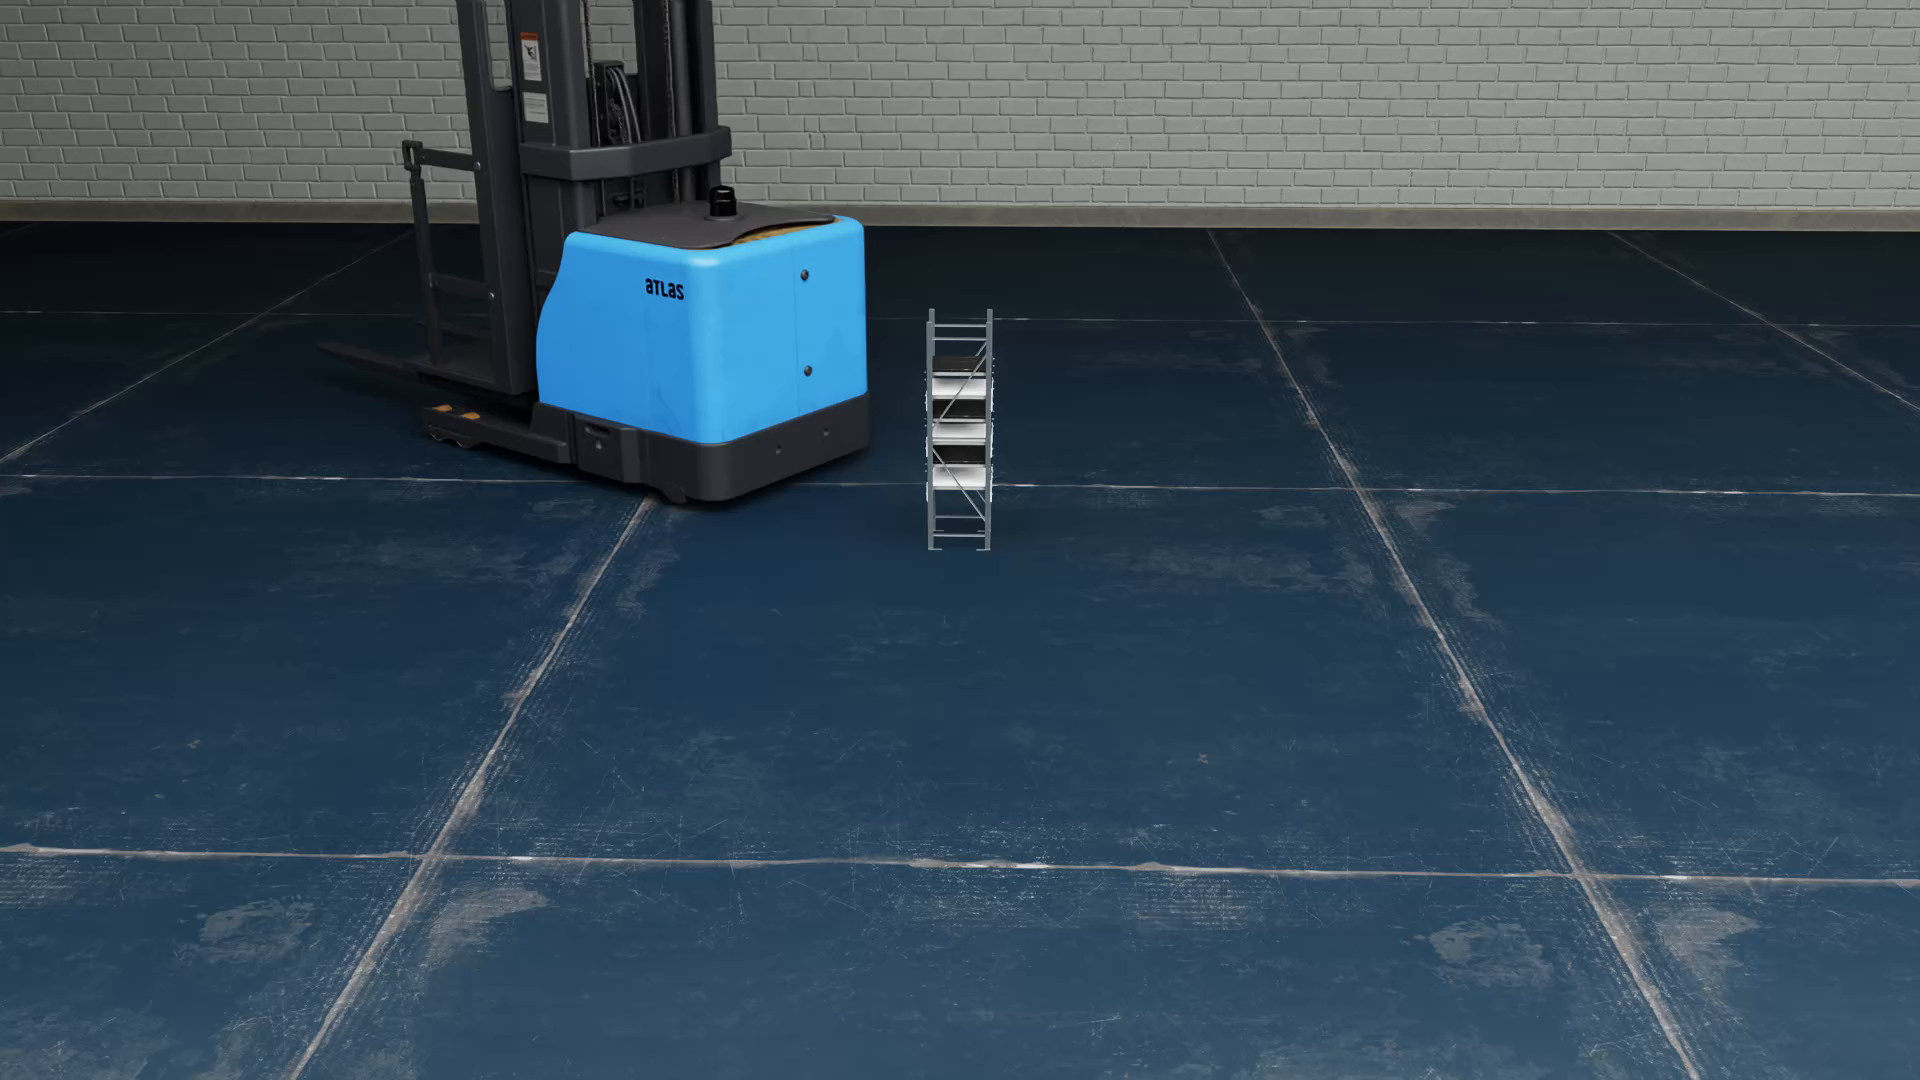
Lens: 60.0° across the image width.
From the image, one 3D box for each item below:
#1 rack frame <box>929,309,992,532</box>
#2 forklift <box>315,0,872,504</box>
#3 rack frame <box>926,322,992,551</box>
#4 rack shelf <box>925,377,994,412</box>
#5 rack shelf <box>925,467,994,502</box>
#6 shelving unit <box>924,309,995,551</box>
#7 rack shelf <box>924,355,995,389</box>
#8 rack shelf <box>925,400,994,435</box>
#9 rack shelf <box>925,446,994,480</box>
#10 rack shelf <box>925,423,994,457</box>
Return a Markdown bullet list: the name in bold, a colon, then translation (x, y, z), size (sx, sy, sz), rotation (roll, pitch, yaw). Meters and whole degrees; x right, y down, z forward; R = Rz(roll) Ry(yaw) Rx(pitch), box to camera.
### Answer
- **rack frame**: translation (0.003, -0.453, 6.453), size (0.240, 0.900, 0.006), rotation (1, 21, 2)
- **forklift**: translation (-1.878, -1.920, 7.426), size (3.031, 2.935, 1.130), rotation (15, 26, 34)
- **rack frame**: translation (-0.003, -0.380, 6.264), size (0.240, 0.900, 0.006), rotation (1, 21, 2)
- **rack shelf**: translation (0.000, -0.553, 6.306), size (0.258, 0.077, 0.200), rotation (1, 21, 2)
- **rack shelf**: translation (0.000, -0.218, 6.436), size (0.258, 0.077, 0.200), rotation (1, 21, 2)
- **shelving unit**: translation (0.000, -0.417, 6.359), size (0.258, 0.900, 0.210), rotation (1, 21, 2)
- **rack shelf**: translation (0.000, -0.637, 6.273), size (0.258, 0.077, 0.200), rotation (1, 21, 2)
- **rack shelf**: translation (0.000, -0.469, 6.338), size (0.258, 0.077, 0.200), rotation (1, 21, 2)
- **rack shelf**: translation (0.000, -0.302, 6.403), size (0.258, 0.077, 0.200), rotation (1, 21, 2)
- **rack shelf**: translation (0.000, -0.386, 6.371), size (0.258, 0.077, 0.200), rotation (1, 21, 2)
